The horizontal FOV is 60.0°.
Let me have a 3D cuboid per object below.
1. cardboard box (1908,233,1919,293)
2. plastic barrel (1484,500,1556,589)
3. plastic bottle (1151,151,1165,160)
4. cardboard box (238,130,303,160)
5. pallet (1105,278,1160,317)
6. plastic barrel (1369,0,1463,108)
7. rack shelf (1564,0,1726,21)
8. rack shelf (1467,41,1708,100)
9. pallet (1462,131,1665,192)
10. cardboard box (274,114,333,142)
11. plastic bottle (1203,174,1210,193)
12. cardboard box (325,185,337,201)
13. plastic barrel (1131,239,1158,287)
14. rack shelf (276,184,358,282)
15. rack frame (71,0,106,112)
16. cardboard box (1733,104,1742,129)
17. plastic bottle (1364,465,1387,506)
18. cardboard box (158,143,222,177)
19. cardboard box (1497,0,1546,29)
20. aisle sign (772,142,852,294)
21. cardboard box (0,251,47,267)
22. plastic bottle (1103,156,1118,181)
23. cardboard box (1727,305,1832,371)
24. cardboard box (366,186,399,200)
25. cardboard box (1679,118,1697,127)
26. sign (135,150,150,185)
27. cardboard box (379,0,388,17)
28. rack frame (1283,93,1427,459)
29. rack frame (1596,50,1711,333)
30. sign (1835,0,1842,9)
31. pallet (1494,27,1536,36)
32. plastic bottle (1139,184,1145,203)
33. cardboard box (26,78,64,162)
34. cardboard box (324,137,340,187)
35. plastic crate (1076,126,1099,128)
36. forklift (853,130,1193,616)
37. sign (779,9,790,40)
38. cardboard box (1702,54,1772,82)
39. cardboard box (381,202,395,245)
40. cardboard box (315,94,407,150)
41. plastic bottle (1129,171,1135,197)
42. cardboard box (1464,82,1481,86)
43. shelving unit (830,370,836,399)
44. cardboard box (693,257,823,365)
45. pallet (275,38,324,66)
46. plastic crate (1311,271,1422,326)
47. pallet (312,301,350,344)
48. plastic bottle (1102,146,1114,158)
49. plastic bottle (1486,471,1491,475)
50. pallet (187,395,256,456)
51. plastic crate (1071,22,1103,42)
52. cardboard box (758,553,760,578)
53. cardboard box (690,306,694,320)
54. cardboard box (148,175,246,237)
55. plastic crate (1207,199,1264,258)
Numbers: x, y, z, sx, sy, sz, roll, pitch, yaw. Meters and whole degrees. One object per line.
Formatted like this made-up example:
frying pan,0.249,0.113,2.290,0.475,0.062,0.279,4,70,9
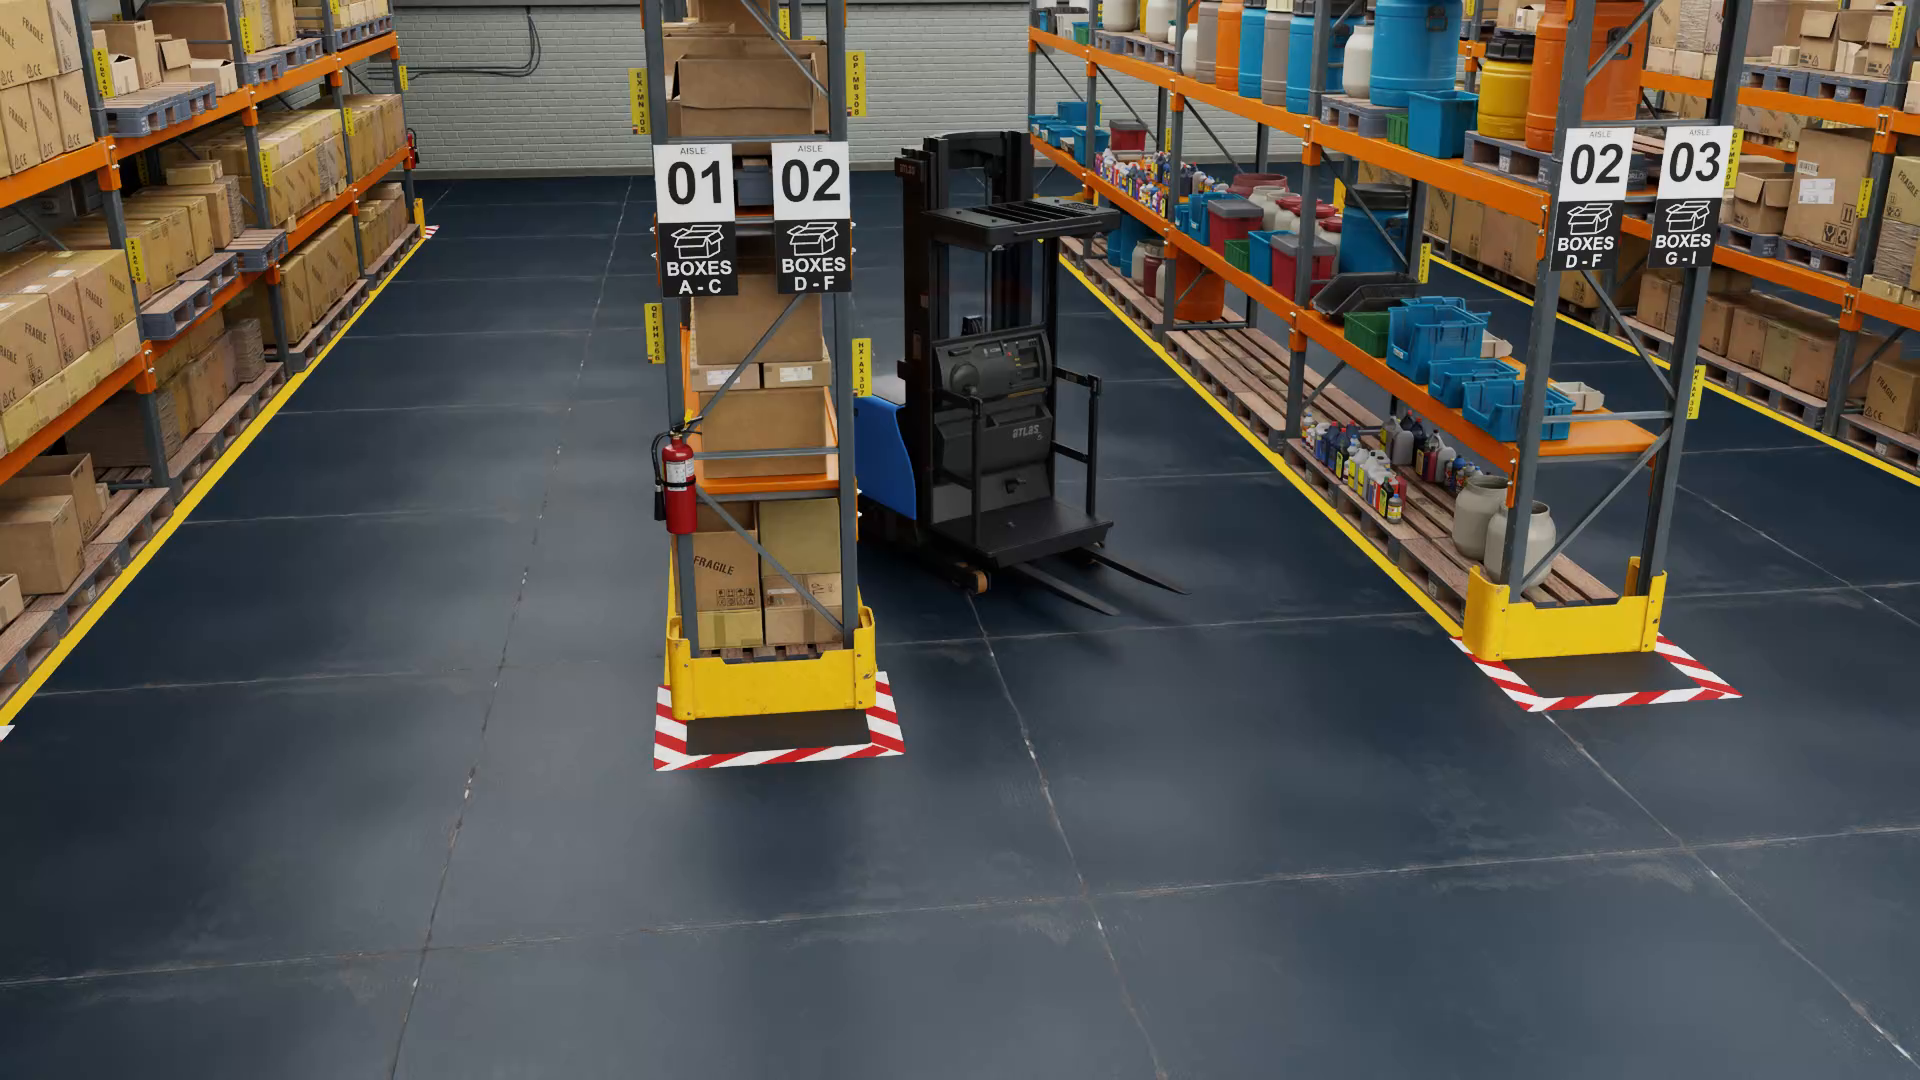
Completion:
cardboard box,8.181,-2.209,13.274,0.875,0.500,0.500,-3,21,-8
plastic barrel,3.645,0.023,10.822,0.421,0.512,0.421,0,20,0
plastic bottle,2.462,-4.698,20.685,0.152,0.276,0.135,-3,21,-8
cardboard box,-7.106,-4.068,17.152,0.500,0.250,0.500,-3,21,-7
pallet,2.335,-2.877,19.618,1.003,0.211,1.213,-3,21,-8
plastic barrel,3.276,-3.593,11.946,0.600,0.901,0.708,-3,21,-8
rack shelf,3.527,-3.700,10.861,1.077,0.370,4.000,-3,21,-8
rack shelf,7.275,-5.502,19.401,1.077,0.370,4.000,-3,21,-8
pallet,3.793,-2.330,10.149,1.003,0.211,1.213,-3,21,-8
cardboard box,-7.333,-4.597,18.569,0.500,0.250,0.500,-2,21,-7
plastic bottle,2.798,-4.005,18.819,0.061,0.283,0.133,-3,21,-8
cardboard box,-7.240,-3.899,18.698,0.380,0.149,0.250,-3,21,-8
plastic barrel,2.242,-3.273,19.648,0.421,0.512,0.421,0,20,0
rack shelf,-7.430,-3.347,17.919,1.077,0.370,4.000,-3,21,-8
rack frame,-6.565,-4.417,11.181,1.000,3.000,0.127,-3,21,-8
cardboard box,11.364,-6.213,23.995,0.500,0.500,0.500,-3,21,-9
plastic bottle,3.088,-0.402,12.270,0.152,0.276,0.135,-3,21,-9
cardboard box,-7.463,-3.682,16.120,0.500,0.250,0.500,-2,21,-6
cardboard box,7.080,-6.575,20.502,0.700,0.500,0.500,-2,21,-6
aisle sign,-0.774,-1.683,8.721,0.394,0.787,0.004,-3,21,-8
cardboard box,-6.704,-1.724,11.659,0.500,0.500,0.500,-3,21,-9
plastic bottle,1.828,-4.512,20.187,0.152,0.276,0.135,-3,21,-8
cardboard box,7.942,-1.965,16.133,0.700,0.500,0.500,-5,21,-12
cardboard box,-7.858,-4.730,22.639,0.380,0.149,0.250,-2,21,-6
cardboard box,11.119,-6.298,25.150,0.380,0.149,0.250,-4,21,-9
sign,-7.690,-3.505,15.658,0.100,0.325,0.005,-3,21,-8
cardboard box,-7.926,-7.100,22.123,0.500,0.250,0.500,-2,21,-6
rack frame,3.239,-2.106,13.569,1.000,3.000,0.127,-3,21,-8
rack frame,7.563,-3.741,17.946,1.000,3.000,0.127,-3,21,-8
sign,11.374,-6.959,21.534,0.100,0.325,0.005,-3,21,-8
pallet,7.168,-6.127,20.319,0.805,0.209,1.217,-4,21,-10
plastic bottle,2.052,-3.874,18.584,0.097,0.201,0.097,0,20,0
cardboard box,-6.187,-2.730,10.780,0.500,0.500,0.500,-5,21,-12
cardboard box,-7.319,-4.249,18.709,0.500,0.500,0.500,-3,21,-7
plastic crate,1.806,-5.893,23.997,0.396,0.136,0.243,-3,21,-8
forklift,0.358,-1.195,11.226,1.130,2.935,3.031,-14,25,-33
sign,-1.690,-4.952,16.050,0.100,0.325,0.005,-3,21,-8
cardboard box,7.536,-4.545,16.026,0.500,0.250,0.500,-2,21,-7
cardboard box,-7.949,-4.203,22.154,0.700,0.500,0.500,-4,21,-10
cardboard box,-8.211,-5.726,22.831,0.980,0.700,0.700,-2,21,-5
plastic bottle,1.971,-4.061,18.969,0.061,0.283,0.133,-3,21,-8
cardboard box,7.107,-5.896,22.433,0.500,0.500,0.500,-3,21,-8
shelving unit,-0.665,-1.085,13.943,1.200,0.189,0.258,27,4,-33
cardboard box,-1.149,-1.308,9.434,0.700,0.500,0.500,-3,21,-8
pallet,-7.537,-5.377,18.312,0.805,0.209,1.217,-4,21,-10
plastic crate,3.188,-1.890,13.077,0.767,0.338,0.504,-3,21,-8
pallet,-7.353,-2.384,18.296,1.003,0.211,1.213,-3,21,-8
plastic bottle,1.821,-4.701,20.586,0.144,0.351,0.185,-3,21,-8
plastic bottle,3.848,-0.378,12.194,0.061,0.283,0.133,-3,21,-7
pallet,-6.858,-0.993,14.574,1.003,0.211,1.213,-3,21,-8
plastic crate,1.638,-6.502,21.290,0.416,0.233,0.300,-3,21,-8
cardboard box,-1.091,0.075,11.057,0.500,0.250,0.500,-3,21,-8
cardboard box,-1.519,-1.395,10.593,0.380,0.149,0.250,-2,21,-6
cardboard box,-7.064,-3.082,15.410,0.700,0.500,0.500,-5,21,-14
plastic crate,2.592,-2.946,15.726,0.402,0.464,0.583,-3,21,-8
